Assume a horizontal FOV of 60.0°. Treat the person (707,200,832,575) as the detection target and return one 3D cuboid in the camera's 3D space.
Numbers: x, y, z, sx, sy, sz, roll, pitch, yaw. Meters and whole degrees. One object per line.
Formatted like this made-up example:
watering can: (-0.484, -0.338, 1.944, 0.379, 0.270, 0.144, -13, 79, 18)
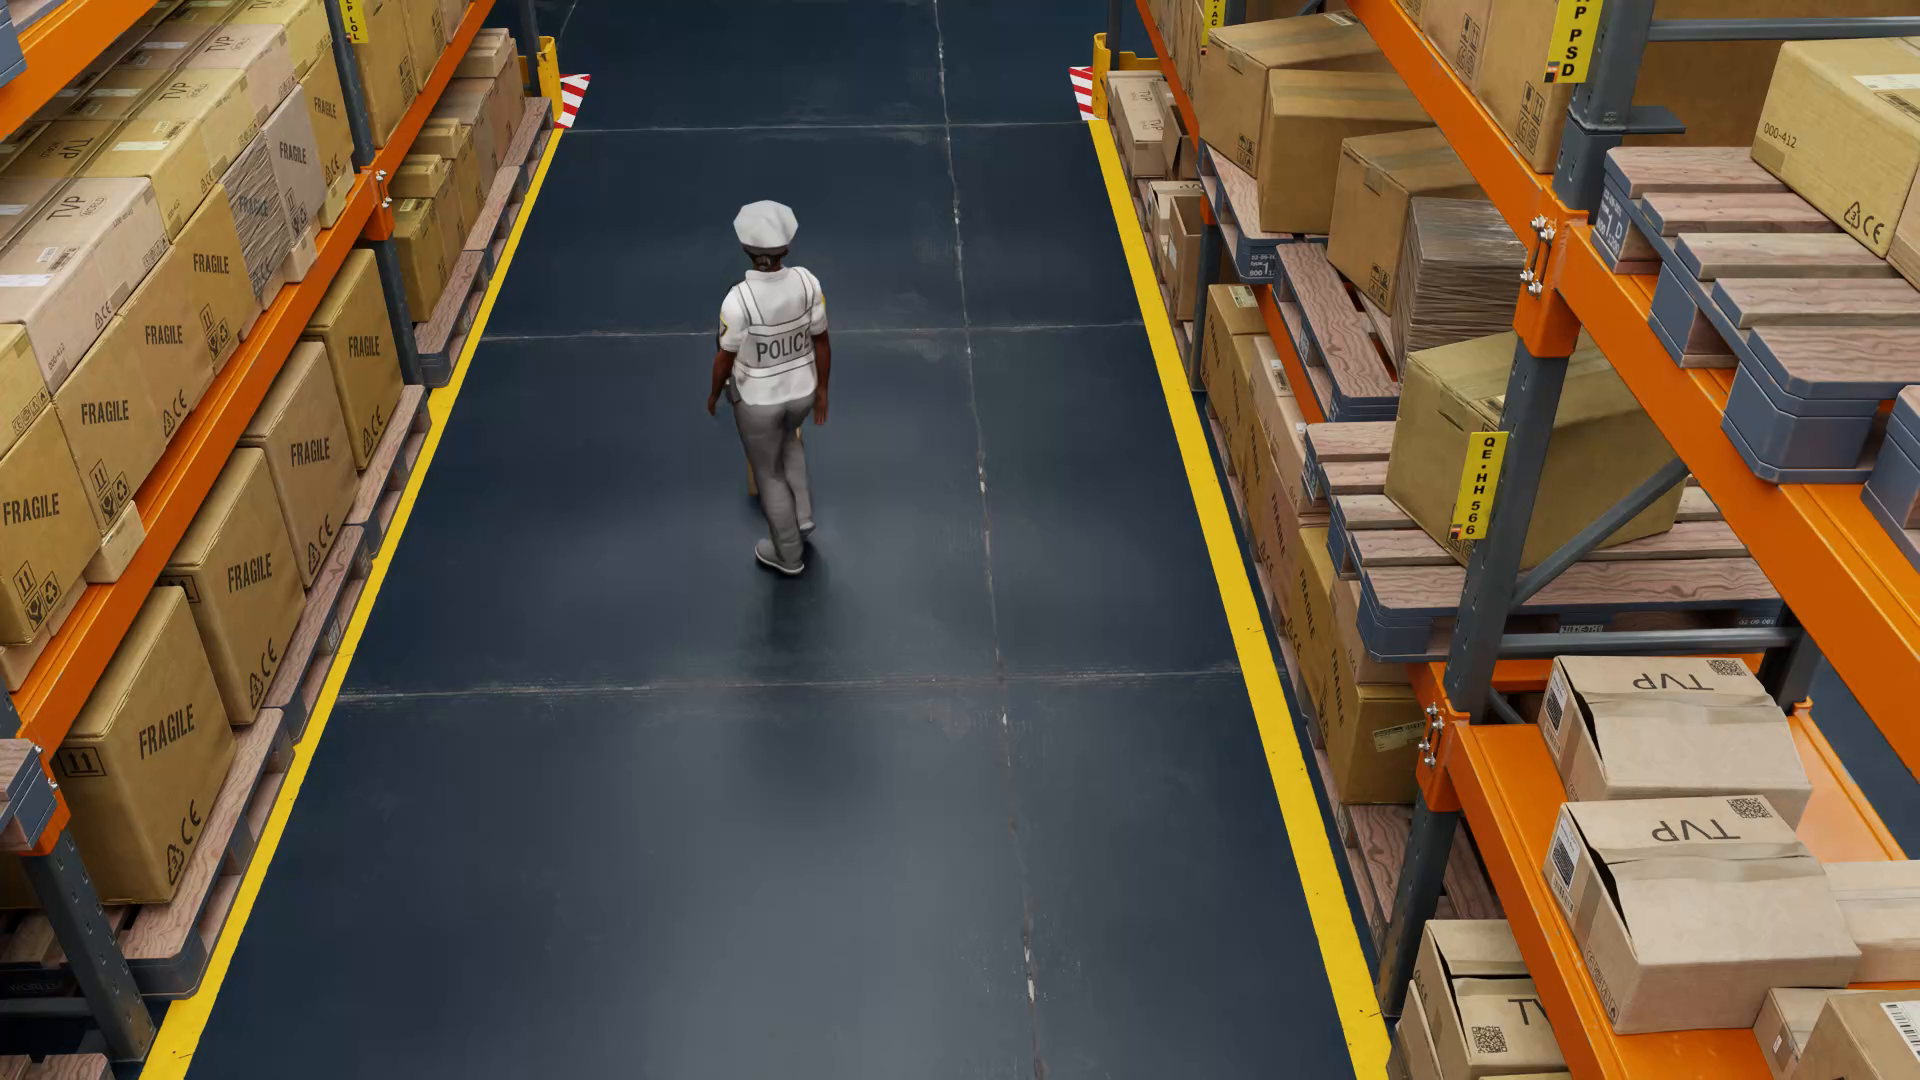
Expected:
person: (-0.808, -0.615, 6.994, 0.457, 1.727, 0.451, -26, 43, -32)
